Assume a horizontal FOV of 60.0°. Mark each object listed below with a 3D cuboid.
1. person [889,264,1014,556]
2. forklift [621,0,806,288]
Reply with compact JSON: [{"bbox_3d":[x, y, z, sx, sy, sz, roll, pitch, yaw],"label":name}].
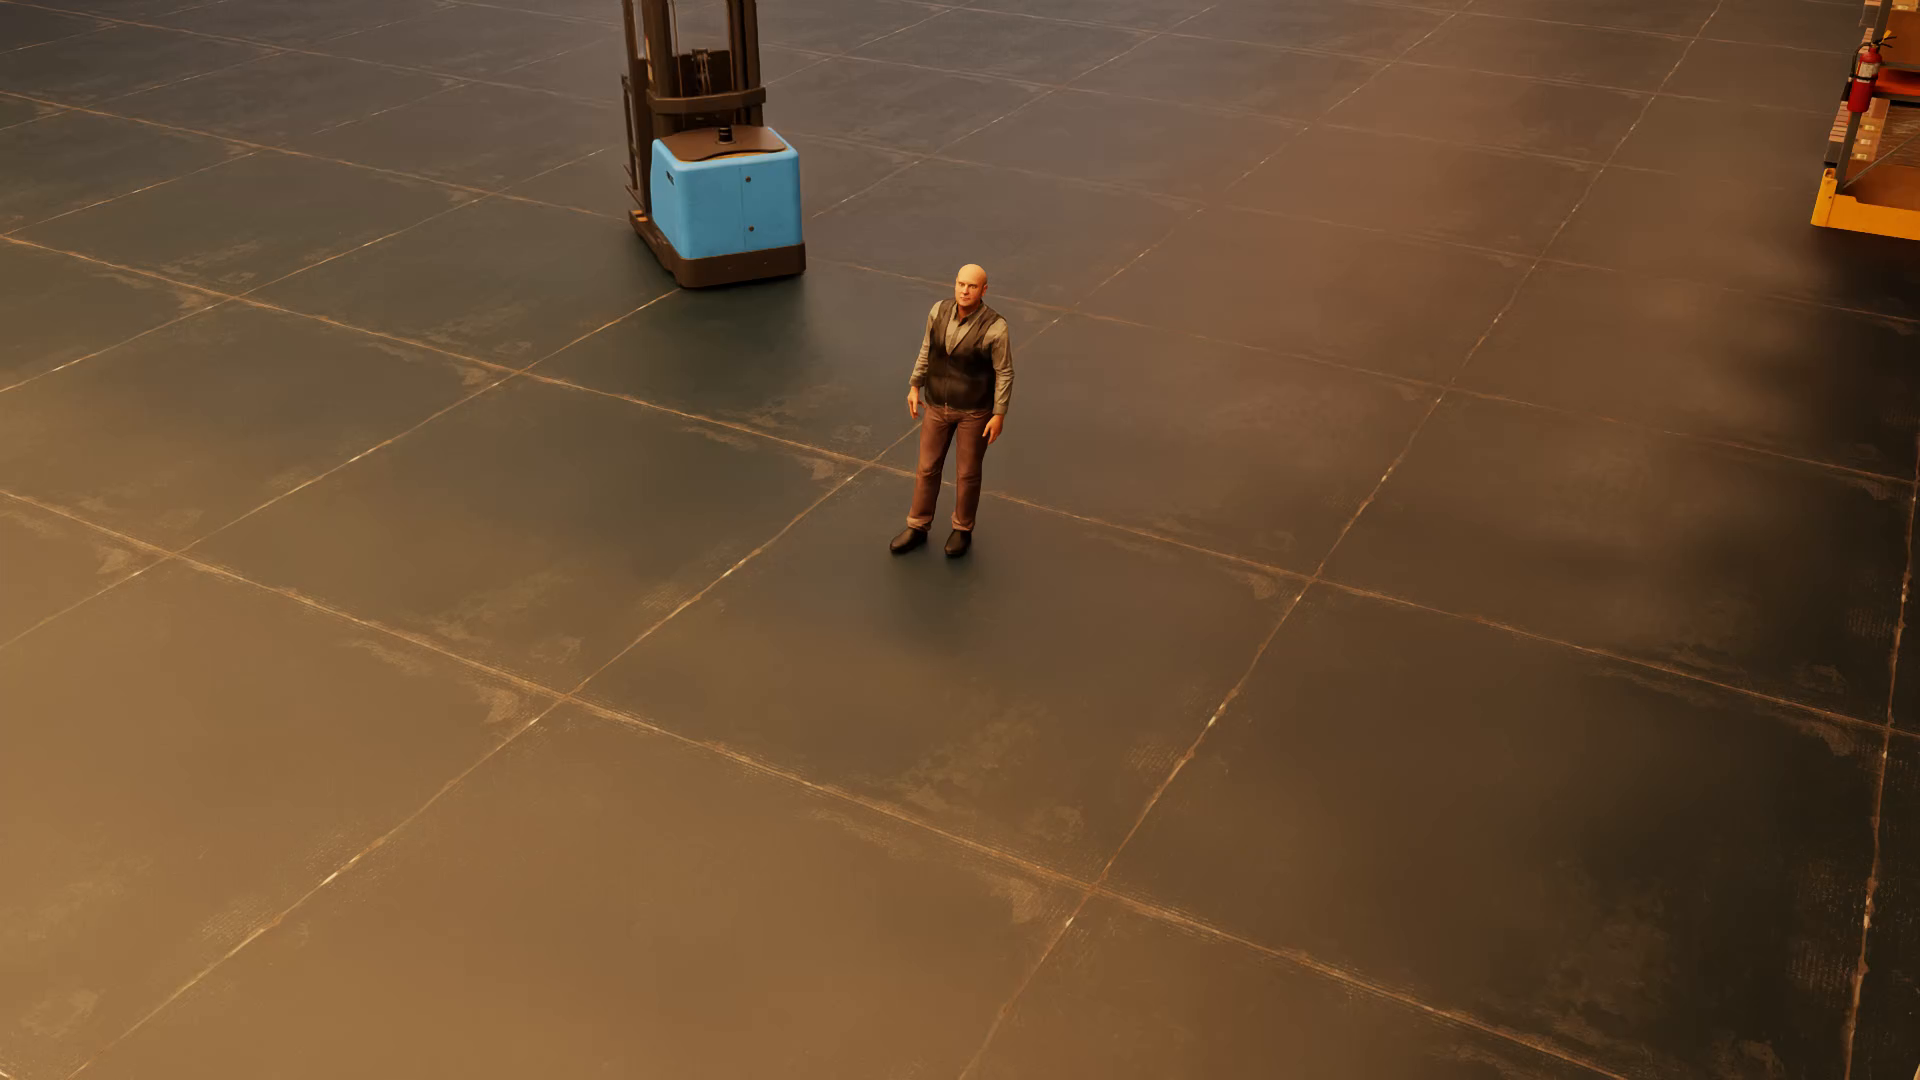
[{"bbox_3d":[-0.037,-0.727,9.525,0.632,1.720,0.568,15,33,25],"label":"person"},{"bbox_3d":[-2.299,-4.018,14.032,1.130,2.935,3.031,-12,32,-19],"label":"forklift"}]
